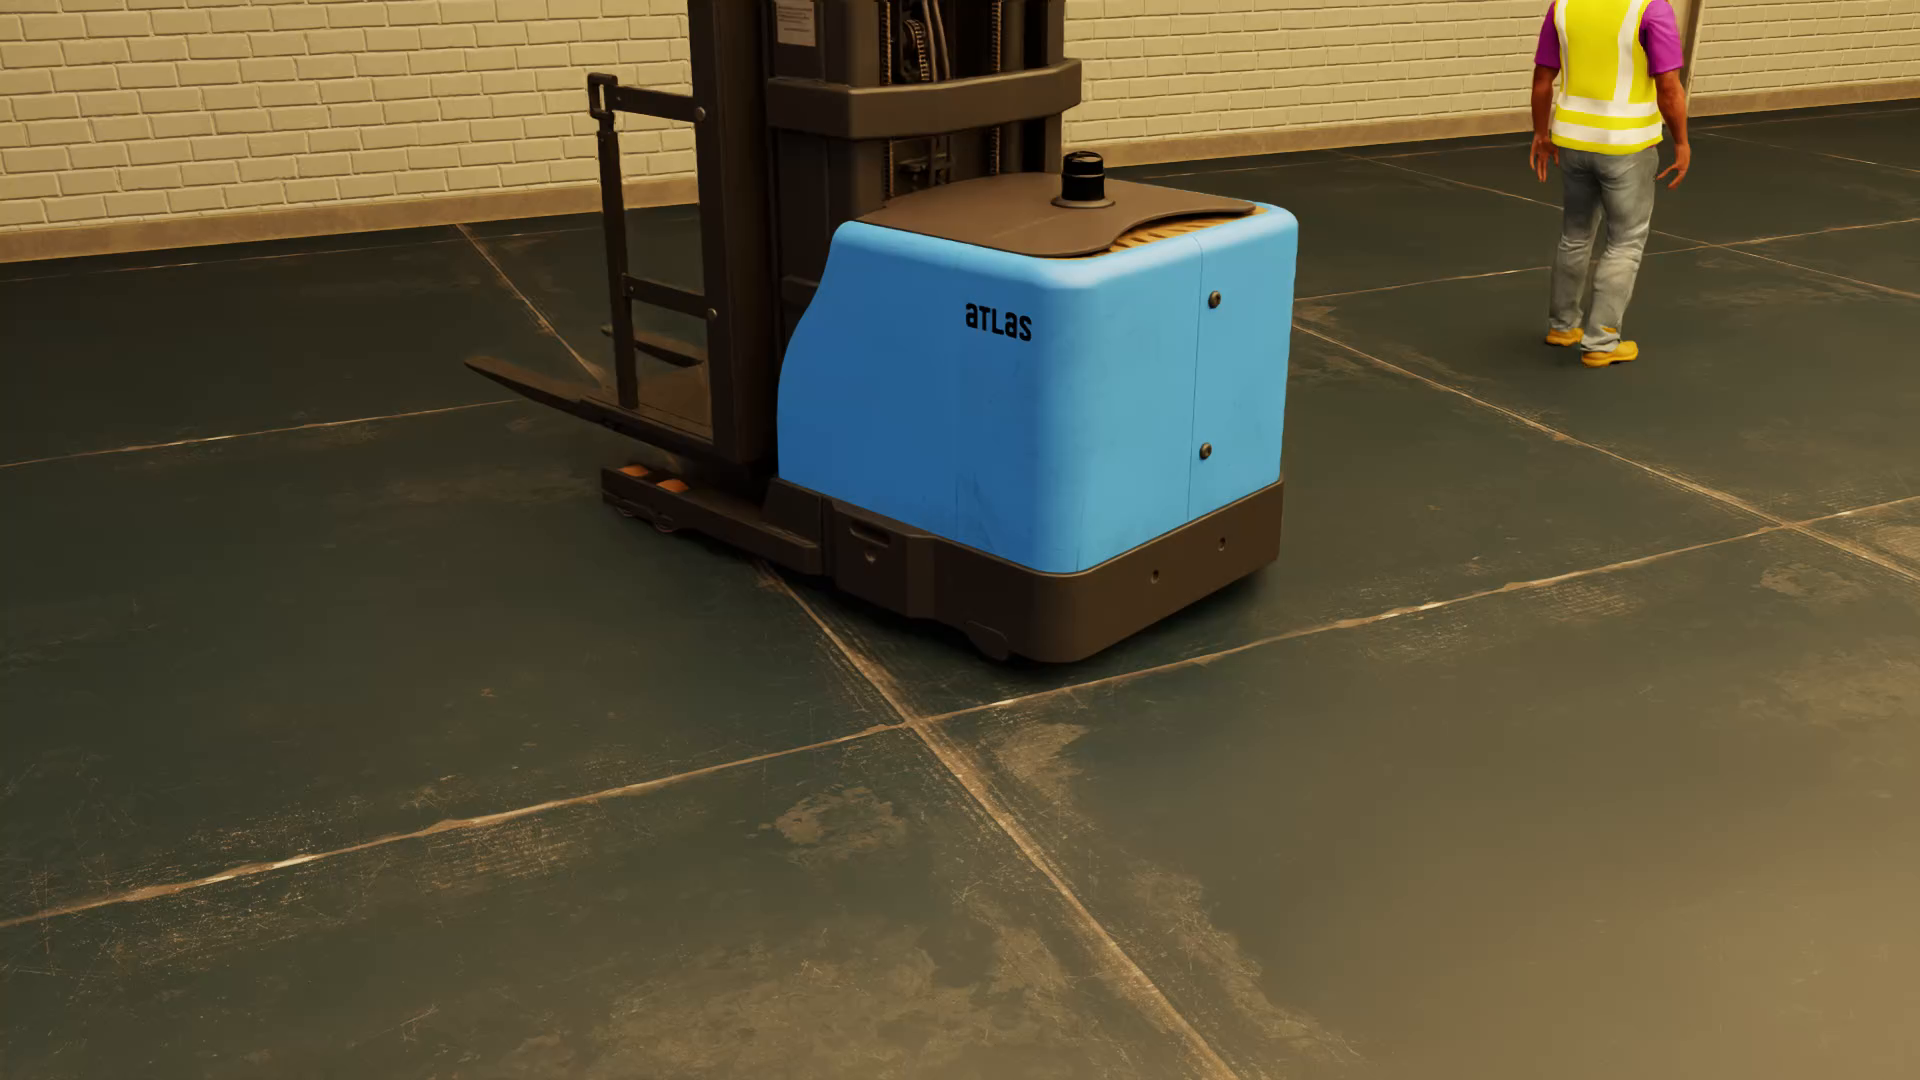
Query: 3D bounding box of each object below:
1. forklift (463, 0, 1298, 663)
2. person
[{"bbox_3d":[-0.496,-1.504,4.906,3.031,2.935,1.130,20,30,39],"label":"forklift"},{"bbox_3d":[2.637,-1.590,6.681,0.512,1.786,0.658,-15,27,-33],"label":"person"}]
